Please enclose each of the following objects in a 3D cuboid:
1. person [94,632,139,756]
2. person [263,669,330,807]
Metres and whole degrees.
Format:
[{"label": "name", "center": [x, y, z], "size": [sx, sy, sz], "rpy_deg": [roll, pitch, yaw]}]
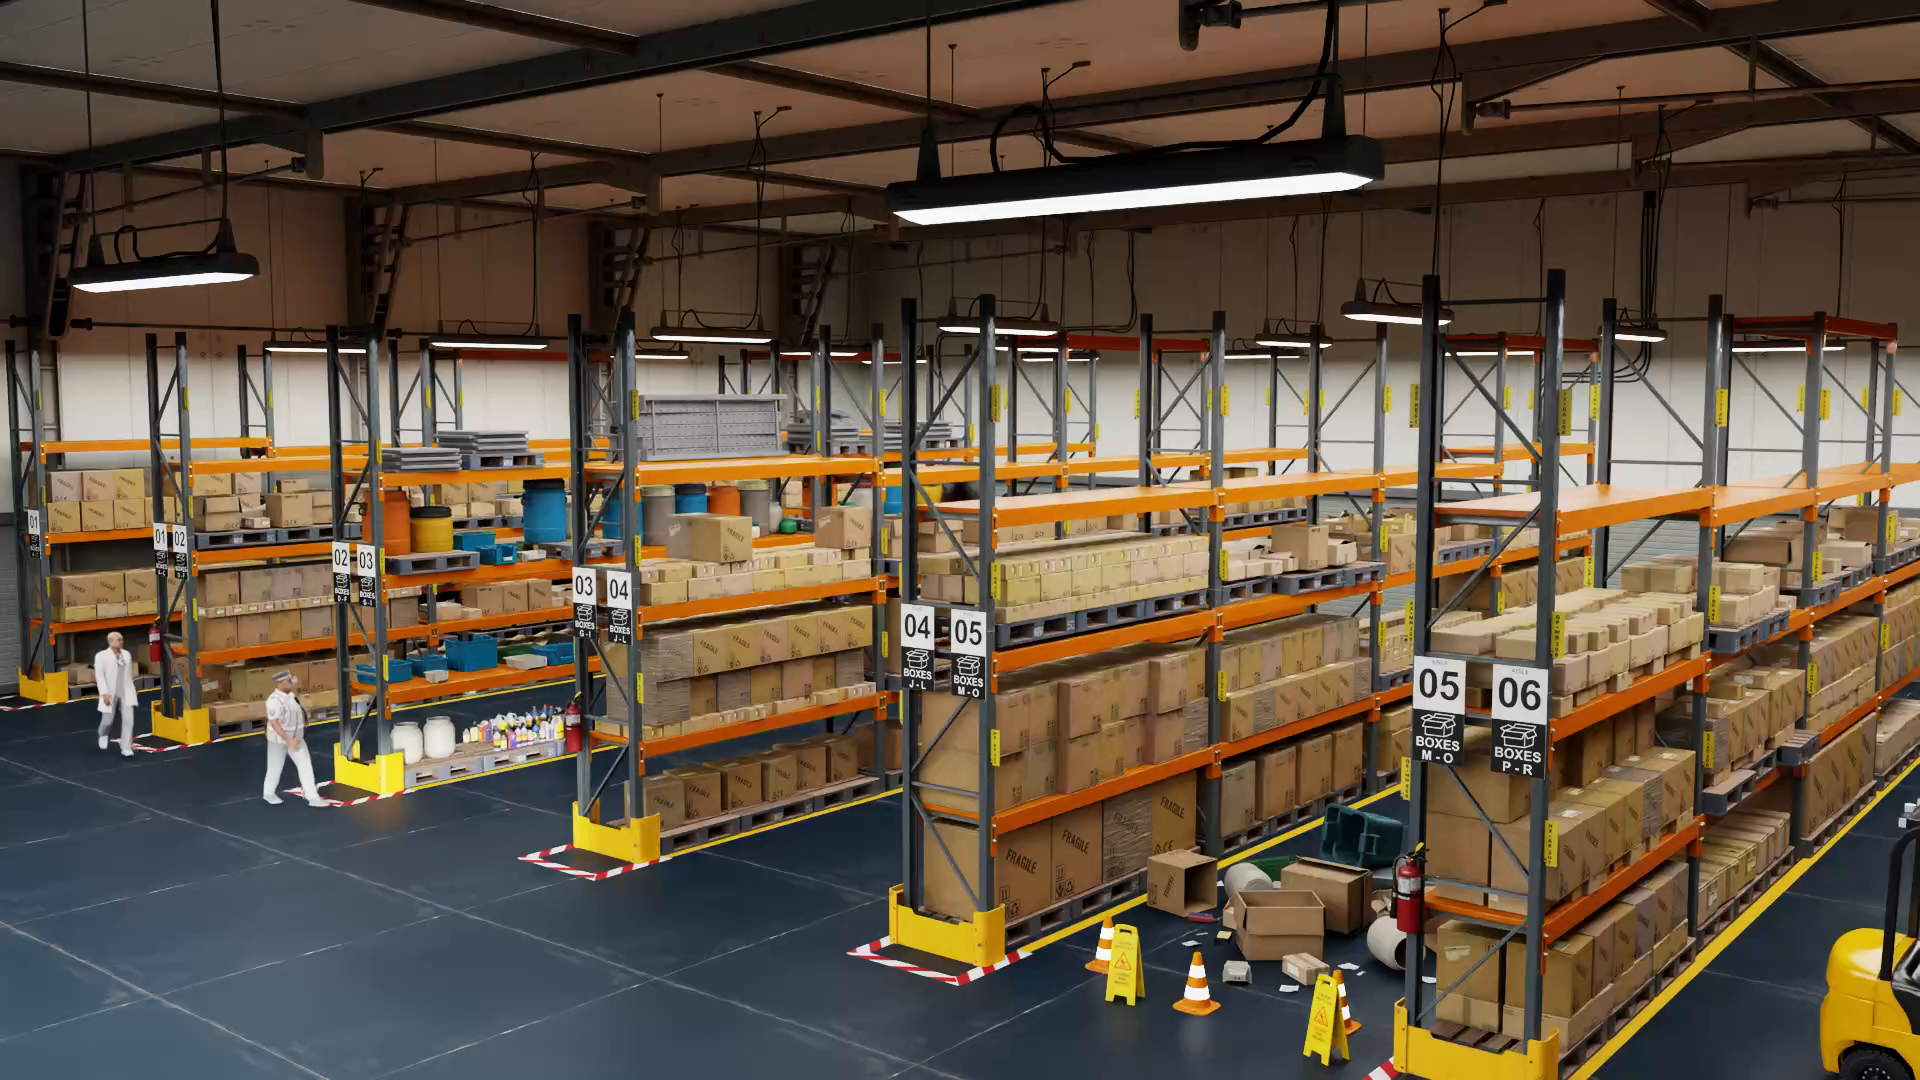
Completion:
[{"label": "person", "center": [-11.981, 2.168, 23.578], "size": [0.525, 1.729, 0.879], "rpy_deg": [-4, 6, -37]}, {"label": "person", "center": [-8.283, 2.441, 20.505], "size": [1.066, 1.706, 0.526], "rpy_deg": [5, 7, 41]}]
